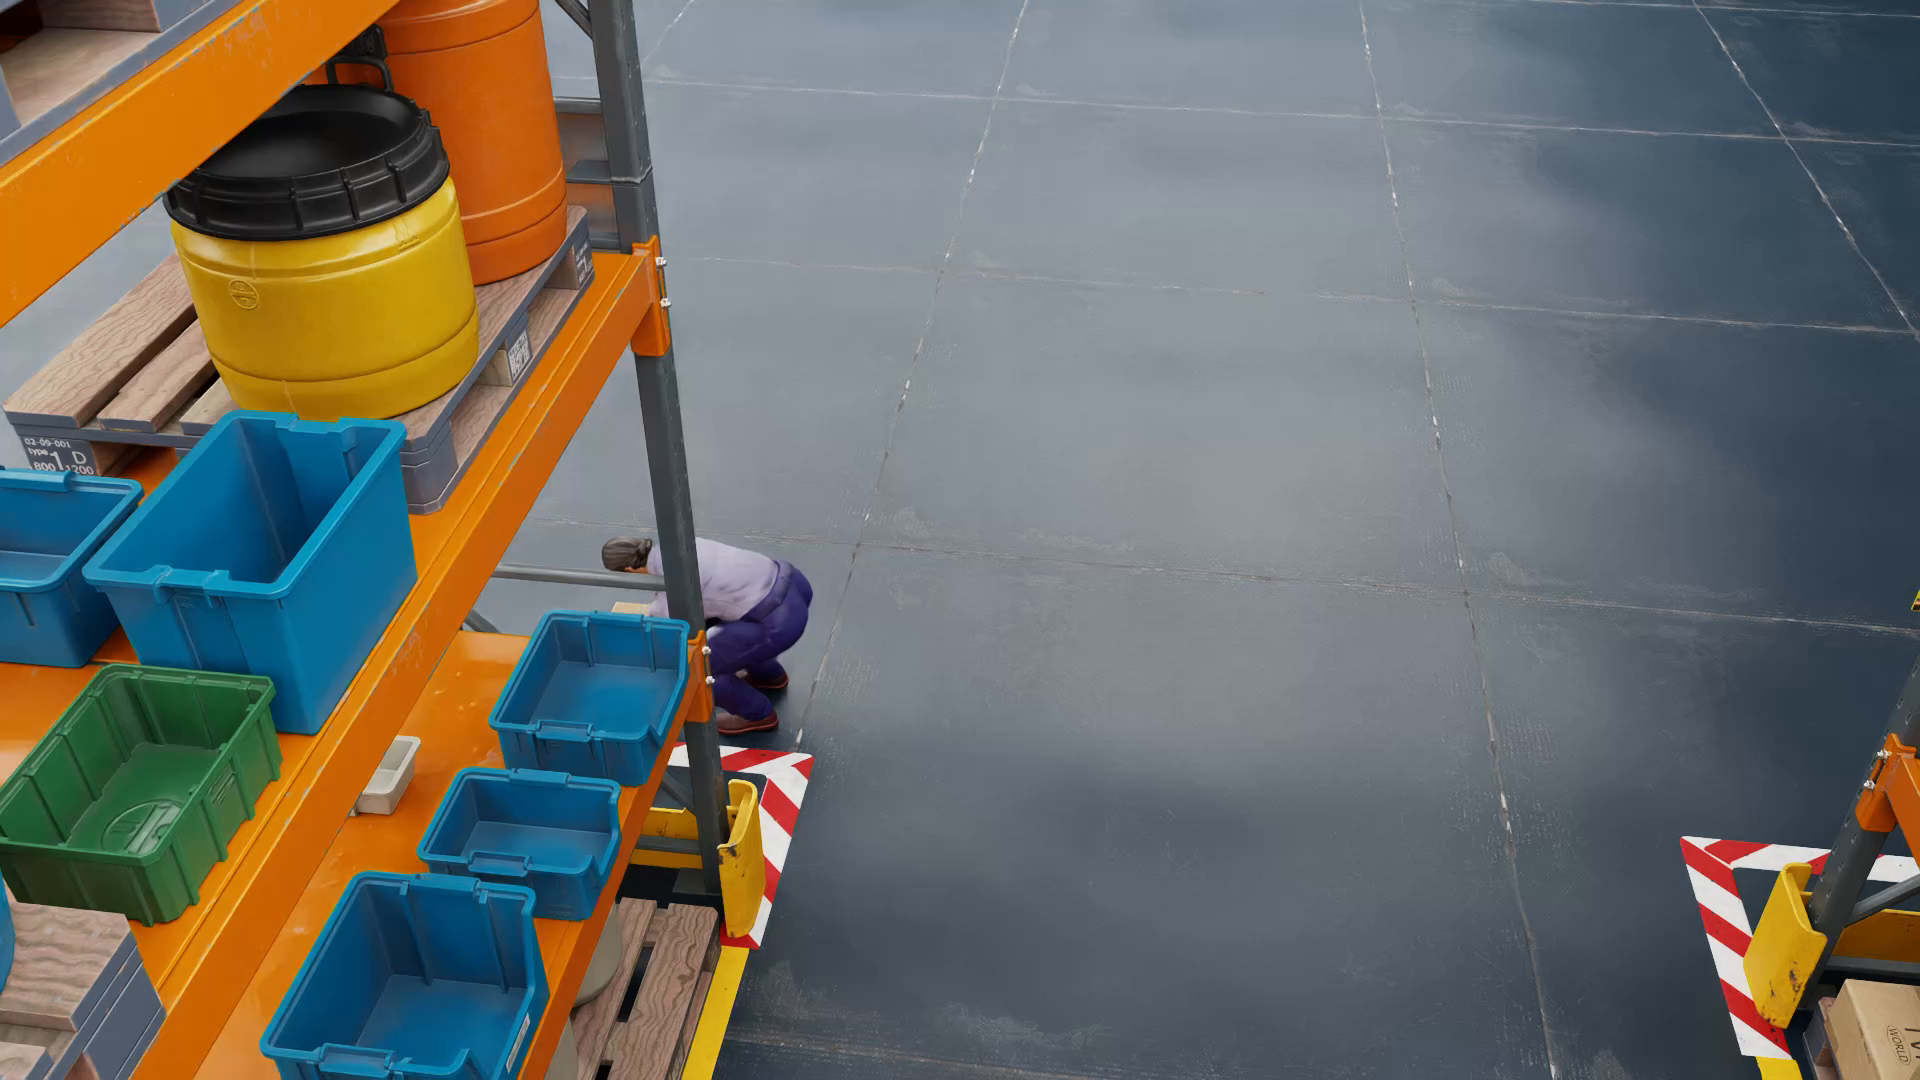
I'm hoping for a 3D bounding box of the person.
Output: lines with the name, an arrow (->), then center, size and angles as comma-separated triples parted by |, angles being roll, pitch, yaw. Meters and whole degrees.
person -> -1.071, 0.362, 7.169 | 0.868, 0.934, 0.516 | 2, 36, 2
